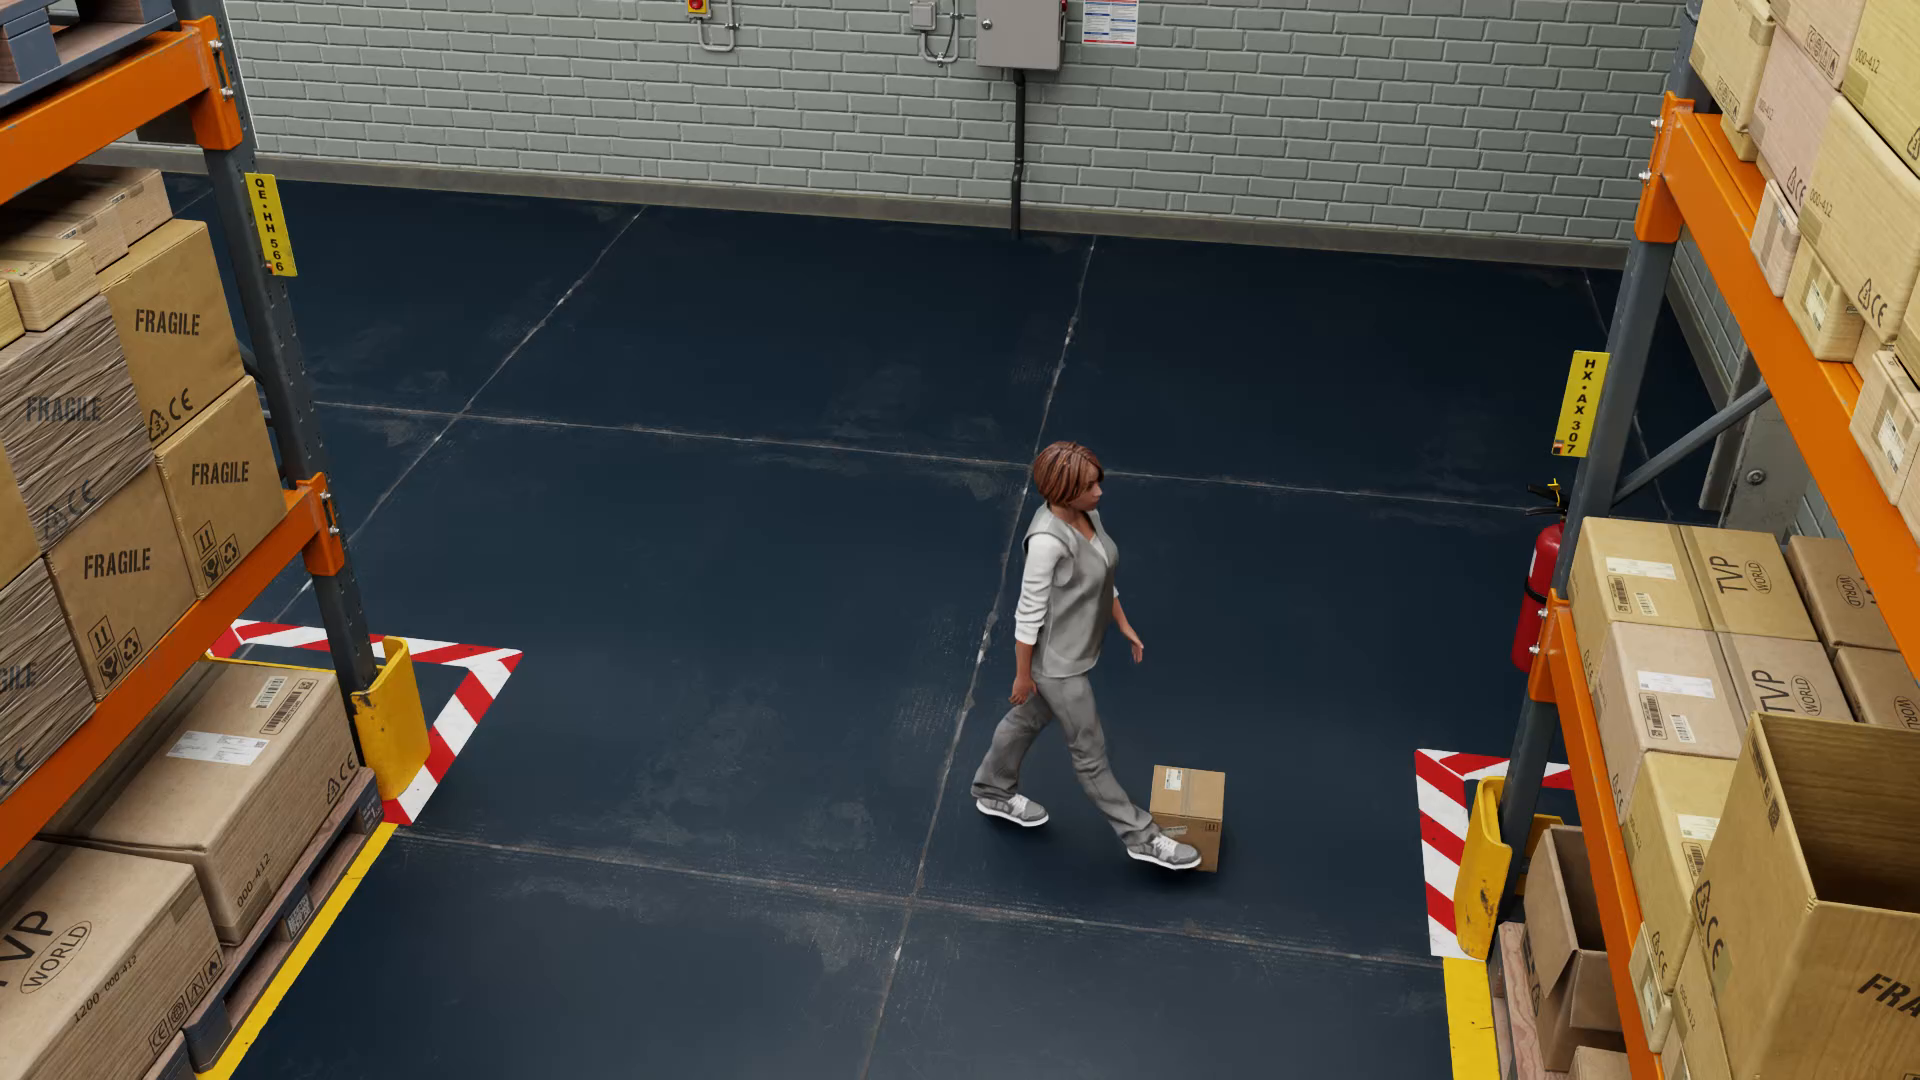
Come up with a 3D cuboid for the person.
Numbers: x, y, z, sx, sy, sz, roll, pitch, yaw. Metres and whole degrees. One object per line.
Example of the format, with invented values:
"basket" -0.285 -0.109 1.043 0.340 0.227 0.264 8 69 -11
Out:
"person" 0.455 0.377 5.537 0.860 1.571 0.417 9 34 13
